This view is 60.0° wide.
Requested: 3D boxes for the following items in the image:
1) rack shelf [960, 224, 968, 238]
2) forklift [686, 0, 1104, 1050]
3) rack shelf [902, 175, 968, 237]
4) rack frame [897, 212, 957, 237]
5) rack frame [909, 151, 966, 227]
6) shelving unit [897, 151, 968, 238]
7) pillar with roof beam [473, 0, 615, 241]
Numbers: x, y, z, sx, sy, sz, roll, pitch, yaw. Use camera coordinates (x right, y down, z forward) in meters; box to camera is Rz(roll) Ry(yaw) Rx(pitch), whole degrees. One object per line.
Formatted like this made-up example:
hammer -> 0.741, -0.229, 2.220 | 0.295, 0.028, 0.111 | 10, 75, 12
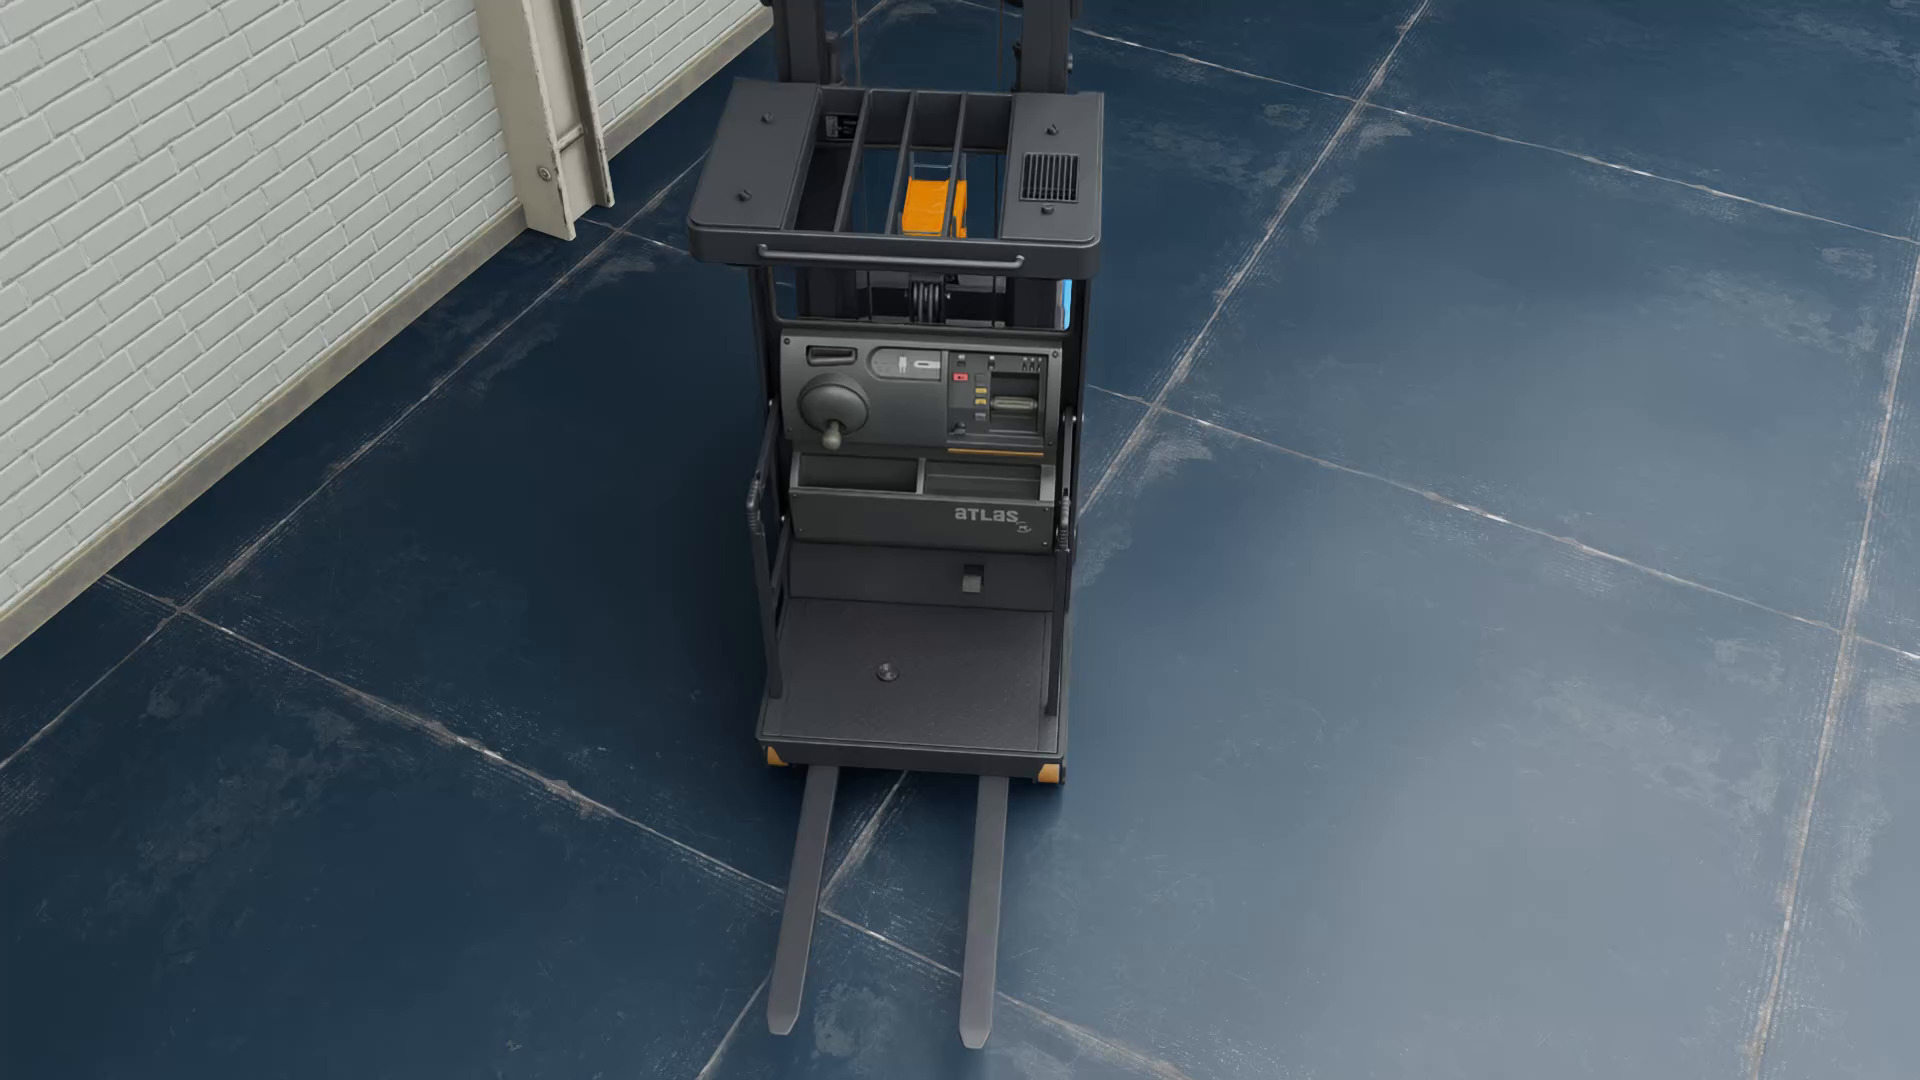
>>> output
rack shelf -> -0.113, -1.156, 7.109 | 0.258, 0.148, 0.480 | 3, 45, 3
forklift -> -0.145, -0.387, 5.352 | 1.130, 2.935, 3.031 | 3, 45, 3
rack shelf -> -0.113, -1.323, 6.941 | 0.258, 0.148, 0.480 | 3, 45, 3
rack frame -> -0.132, -0.873, 7.050 | 0.240, 1.200, 0.015 | 3, 45, 3
rack frame -> -0.094, -1.220, 7.392 | 0.240, 1.200, 0.015 | 3, 45, 3
shelving unit -> -0.113, -1.047, 7.221 | 0.258, 1.200, 0.503 | 3, 45, 3
pillar with roof beam -> 1.765, -3.453, 4.116 | 9.100, 9.000, 0.400 | 20, 49, 19
